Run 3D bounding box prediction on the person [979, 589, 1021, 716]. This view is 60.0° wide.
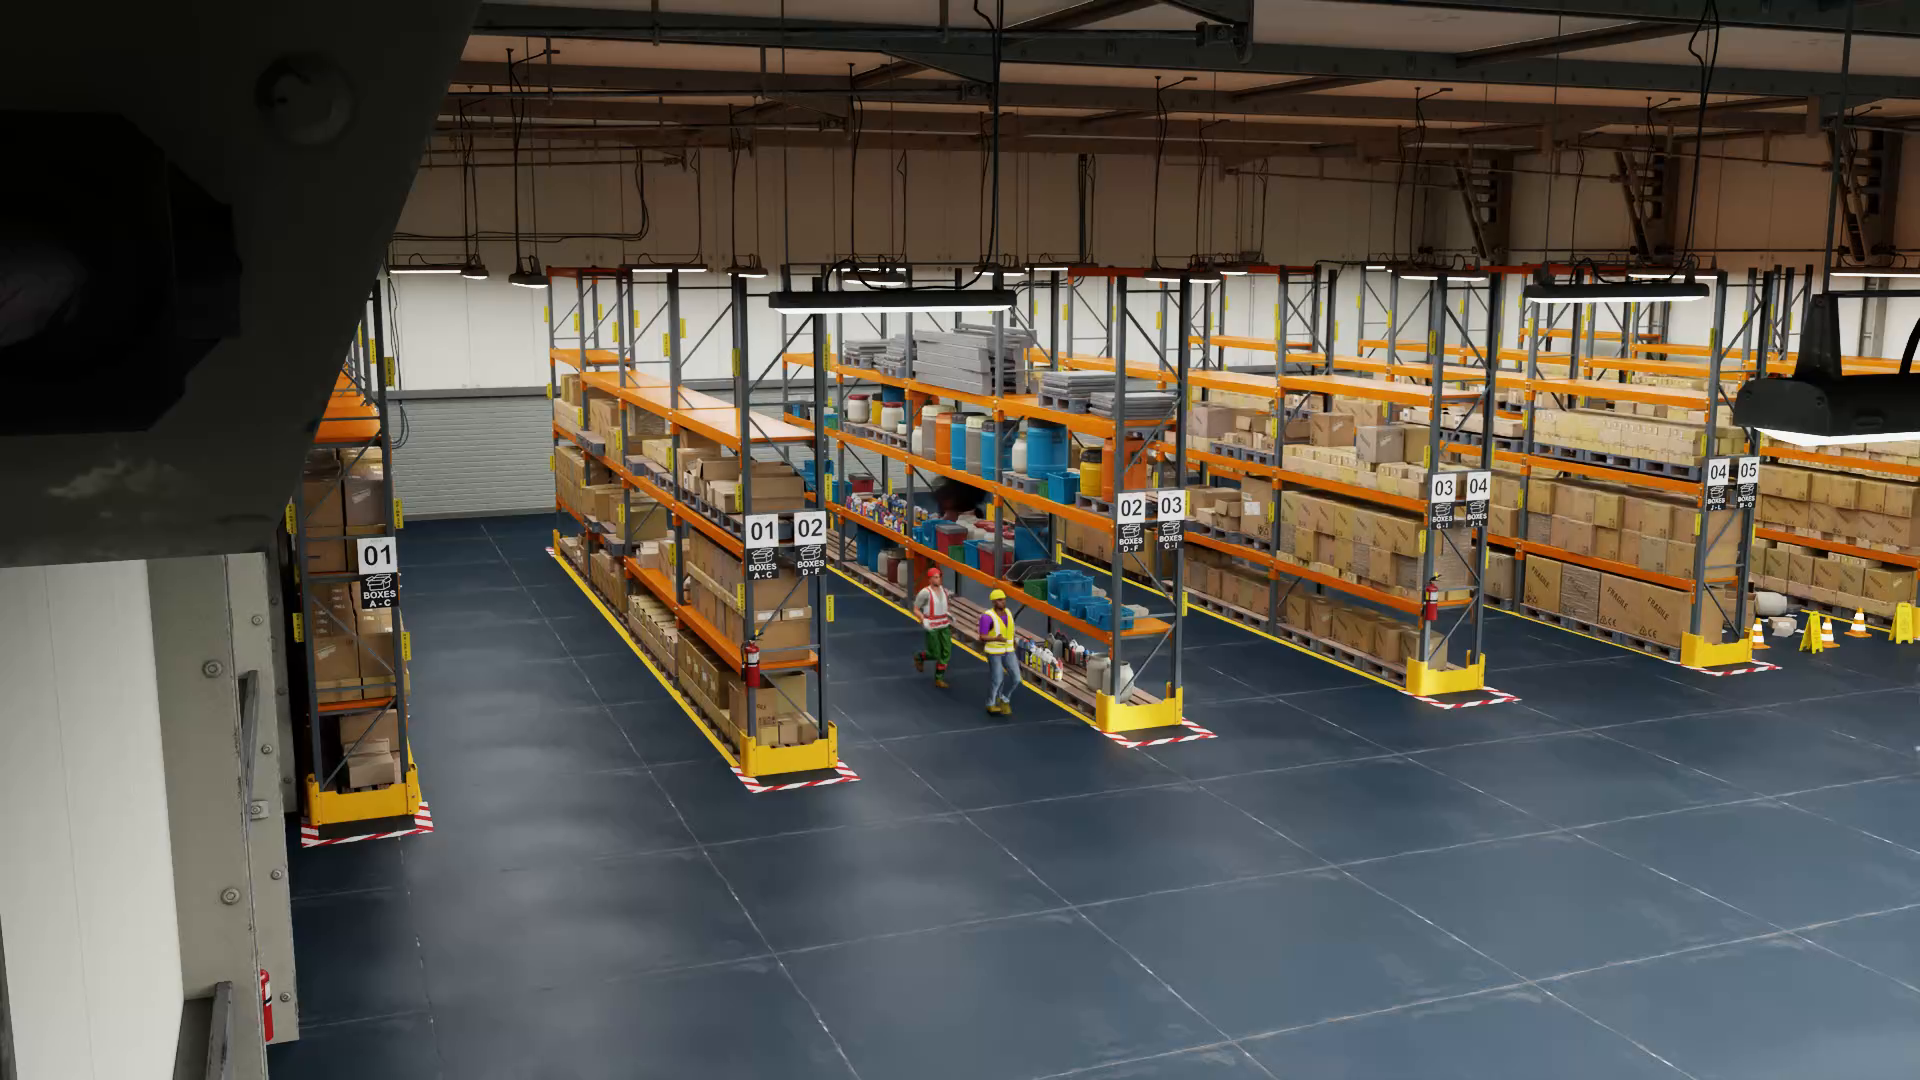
[{"bbox_3d":[0.580,1.554,22.708,0.677,1.772,0.649,-7,12,-33],"label":"person"}]

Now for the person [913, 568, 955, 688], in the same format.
[{"bbox_3d":[-0.381,1.265,24.388,0.656,1.749,0.704,-8,13,-38],"label":"person"}]

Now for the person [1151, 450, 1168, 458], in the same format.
[{"bbox_3d":[4.865,-1.691,41.305,0.809,1.733,0.772,-5,11,-25],"label":"person"}]

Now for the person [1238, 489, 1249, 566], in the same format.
[{"bbox_3d":[5.535,-0.184,32.829,0.616,1.681,0.870,-6,12,-31],"label":"person"}]
